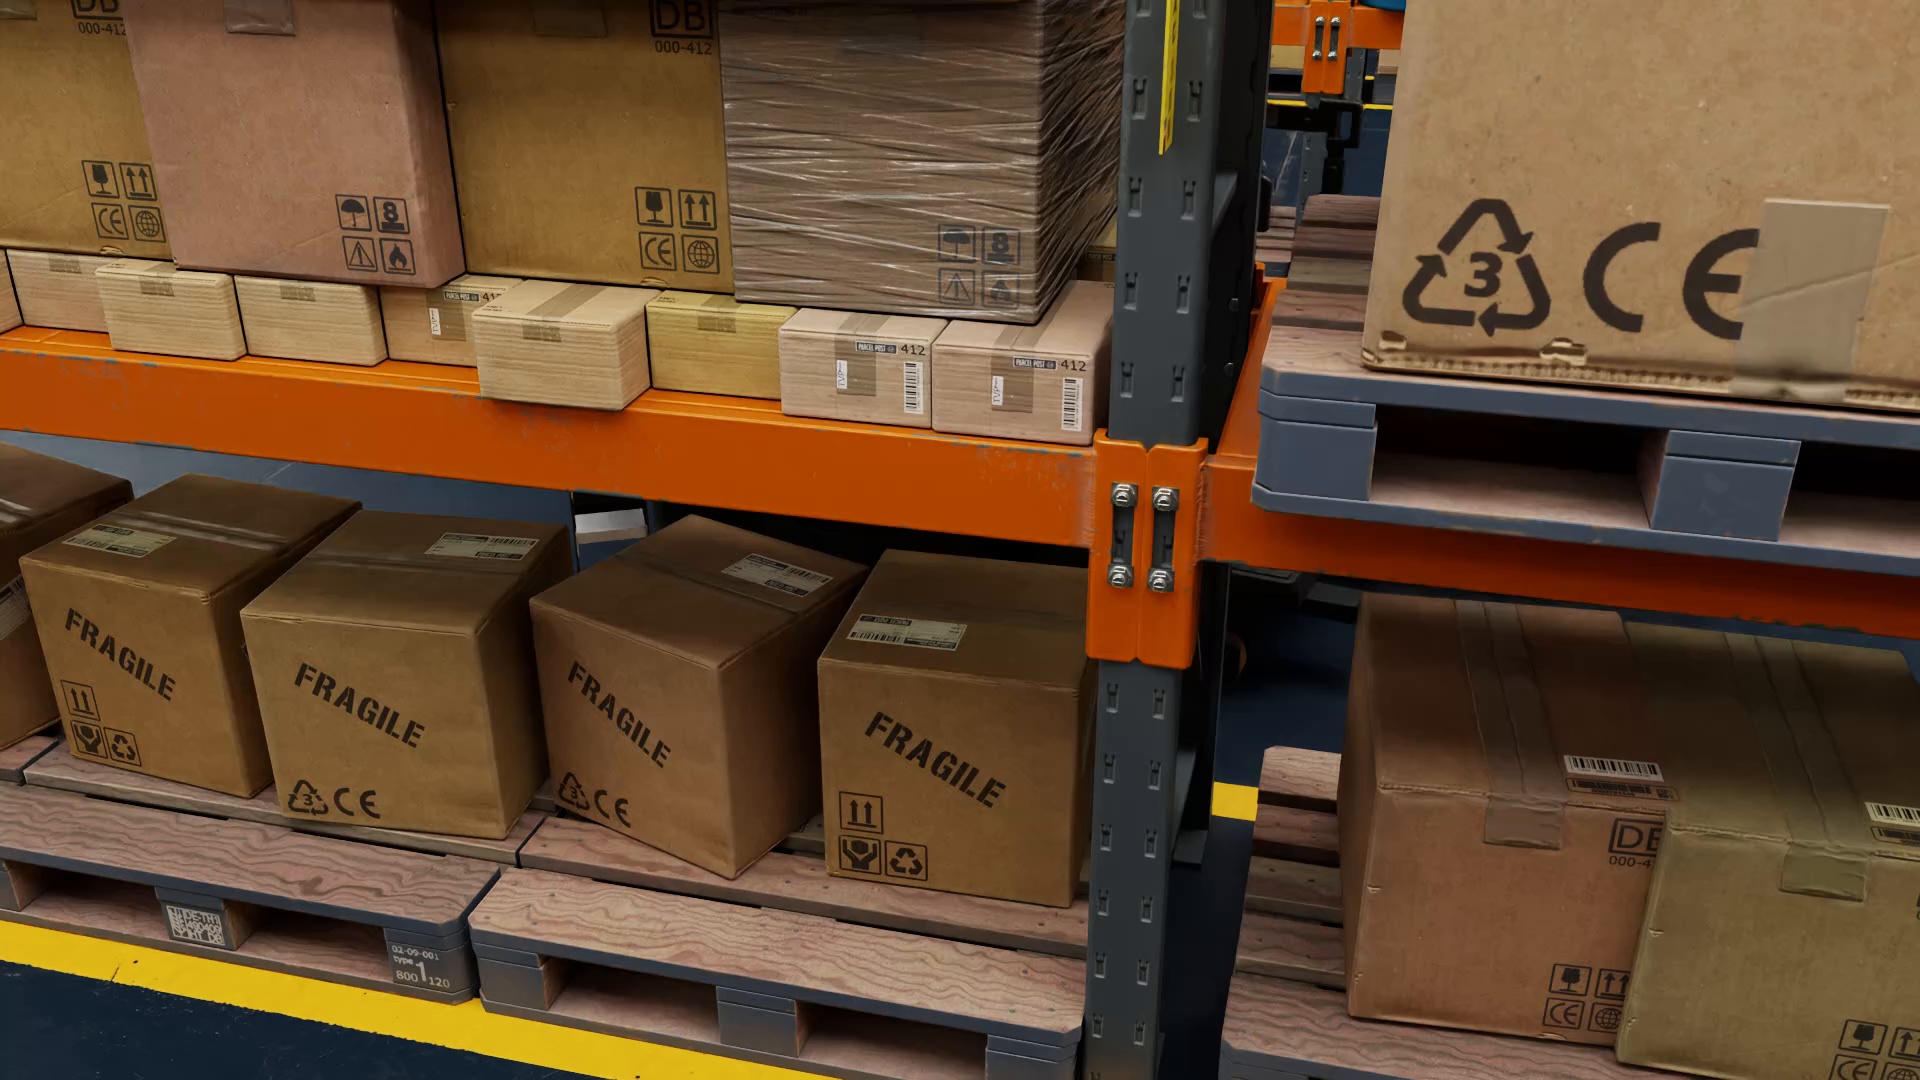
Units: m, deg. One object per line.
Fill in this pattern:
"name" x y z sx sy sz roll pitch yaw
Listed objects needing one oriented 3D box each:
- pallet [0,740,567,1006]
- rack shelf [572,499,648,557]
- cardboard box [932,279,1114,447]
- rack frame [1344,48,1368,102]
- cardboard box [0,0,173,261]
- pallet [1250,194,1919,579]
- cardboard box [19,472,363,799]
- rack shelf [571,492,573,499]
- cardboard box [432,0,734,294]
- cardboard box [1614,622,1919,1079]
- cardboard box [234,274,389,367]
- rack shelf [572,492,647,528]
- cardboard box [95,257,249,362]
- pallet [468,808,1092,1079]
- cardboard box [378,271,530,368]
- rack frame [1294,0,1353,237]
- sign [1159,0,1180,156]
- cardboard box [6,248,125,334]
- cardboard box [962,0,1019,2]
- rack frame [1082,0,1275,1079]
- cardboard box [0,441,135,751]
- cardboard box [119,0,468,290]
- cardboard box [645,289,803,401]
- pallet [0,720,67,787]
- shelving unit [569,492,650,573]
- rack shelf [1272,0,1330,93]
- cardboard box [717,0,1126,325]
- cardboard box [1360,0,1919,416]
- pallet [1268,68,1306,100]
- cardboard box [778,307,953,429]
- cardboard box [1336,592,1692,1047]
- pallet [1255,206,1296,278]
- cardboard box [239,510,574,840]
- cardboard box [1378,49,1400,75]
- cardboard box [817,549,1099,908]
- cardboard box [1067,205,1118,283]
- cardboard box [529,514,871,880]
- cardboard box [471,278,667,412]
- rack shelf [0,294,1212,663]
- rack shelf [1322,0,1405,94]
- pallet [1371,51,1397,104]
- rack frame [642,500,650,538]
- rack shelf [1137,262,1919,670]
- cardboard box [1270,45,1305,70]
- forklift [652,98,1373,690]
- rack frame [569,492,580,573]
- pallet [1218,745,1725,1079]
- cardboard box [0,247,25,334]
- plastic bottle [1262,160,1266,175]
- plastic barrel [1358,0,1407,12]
"pallet" -1.439 0.562 3.824 1.213 0.211 1.003 6 26 13
"rack shelf" -1.010 -0.048 4.800 0.200 0.077 0.258 -6 26 -13
"cardboard box" 0.124 -0.297 2.678 0.250 0.149 0.380 6 26 13
"rack frame" 2.876 -4.634 11.494 0.127 3.000 1.000 6 26 13
"cardboard box" -1.474 -0.914 3.218 0.500 0.500 0.875 6 26 13
"pallet" 1.109 -0.281 2.574 1.213 0.211 1.003 6 26 13
"cardboard box" -1.679 0.199 3.762 0.500 0.500 0.500 9 27 18
"rack shelf" -1.010 -0.210 4.723 0.200 0.077 0.258 -6 26 -13
"cardboard box" -0.491 -0.832 3.045 0.500 0.500 0.875 6 26 13
"cardboard box" 1.452 0.553 2.994 0.500 0.500 0.700 6 26 13
"cardboard box" -1.075 -0.452 3.002 0.250 0.149 0.380 6 26 13
"rack shelf" -1.010 -0.129 4.761 0.200 0.077 0.258 -6 26 -13
"cardboard box" -1.325 -0.464 3.028 0.250 0.149 0.380 6 26 13
"pallet" -0.254 0.692 3.552 1.213 0.211 1.003 6 26 13
"cardboard box" -0.822 -0.442 2.981 0.250 0.149 0.380 6 26 13
"rack frame" 1.639 -2.572 7.163 0.127 3.000 1.000 6 26 13
"sign" 0.277 -0.674 2.170 0.005 0.325 0.100 6 26 13
"cardboard box" -1.548 -0.523 3.151 0.250 0.149 0.380 6 26 13
"cardboard box" -0.099 -1.075 2.392 0.500 0.500 0.500 6 26 13
"rack frame" 0.405 -0.510 2.832 0.127 3.000 1.000 6 26 13
"cardboard box" -2.281 0.124 3.919 0.500 0.500 0.500 14 29 26
"cardboard box" -1.000 -0.843 3.070 0.500 0.500 0.875 6 26 13
"cardboard box" -0.343 -0.380 2.851 0.250 0.149 0.380 6 26 13
"pallet" -2.617 0.430 4.101 1.213 0.211 1.003 6 26 13
"shelving unit" -1.010 -0.241 4.708 0.210 0.900 0.258 -6 26 -13
"rack shelf" -0.298 -2.462 7.768 4.000 0.370 1.077 6 26 13
"cardboard box" -0.015 -0.764 2.902 0.500 0.500 0.875 6 26 13
"cardboard box" 1.140 -0.827 2.312 1.000 1.000 1.000 6 26 13
"pallet" 2.116 -3.478 12.309 1.213 0.211 1.003 6 26 13
"cardboard box" -0.116 -0.328 2.742 0.250 0.149 0.380 6 26 13
"cardboard box" 0.994 0.494 3.118 0.500 0.500 0.700 4 26 9
"pallet" 0.999 -1.402 7.950 1.213 0.211 1.003 6 26 13
"cardboard box" -1.150 0.277 3.597 0.500 0.500 0.500 4 26 8
"cardboard box" 3.205 -3.436 11.687 0.500 0.250 0.500 6 26 12
"cardboard box" 0.028 0.369 3.404 0.500 0.500 0.500 6 26 11
"cardboard box" 0.272 -0.545 3.198 0.250 0.149 0.380 6 26 13
"cardboard box" -0.529 0.311 3.526 0.500 0.500 0.500 15 30 29
"cardboard box" -0.613 -0.360 2.810 0.250 0.149 0.380 6 26 13
"rack shelf" -1.532 -0.400 3.437 4.000 0.370 1.077 6 26 13
"rack shelf" 3.576 -2.033 6.868 4.000 0.370 1.077 6 26 13
"pallet" 3.599 -3.312 11.962 1.213 0.211 1.003 6 26 13
"rack frame" -0.912 -0.251 4.731 0.006 0.900 0.240 -6 26 -13
"rack shelf" 2.342 0.029 2.537 4.000 0.370 1.077 6 26 13
"cardboard box" 2.372 -3.541 11.908 0.500 0.250 0.500 6 26 13
"forklift" 0.628 -1.185 4.330 3.031 2.935 1.130 11 28 22
"rack frame" -1.109 -0.230 4.686 0.006 0.900 0.240 -6 26 -13
"pallet" 1.160 0.831 3.258 1.213 0.211 1.003 6 26 13
"cardboard box" -1.824 -0.494 3.091 0.250 0.149 0.380 6 26 13
"plastic bottle" 1.439 -1.756 8.110 0.097 0.271 0.097 0 25 0
"plastic barrel" 1.937 -2.631 6.704 0.708 0.901 0.600 6 26 13
